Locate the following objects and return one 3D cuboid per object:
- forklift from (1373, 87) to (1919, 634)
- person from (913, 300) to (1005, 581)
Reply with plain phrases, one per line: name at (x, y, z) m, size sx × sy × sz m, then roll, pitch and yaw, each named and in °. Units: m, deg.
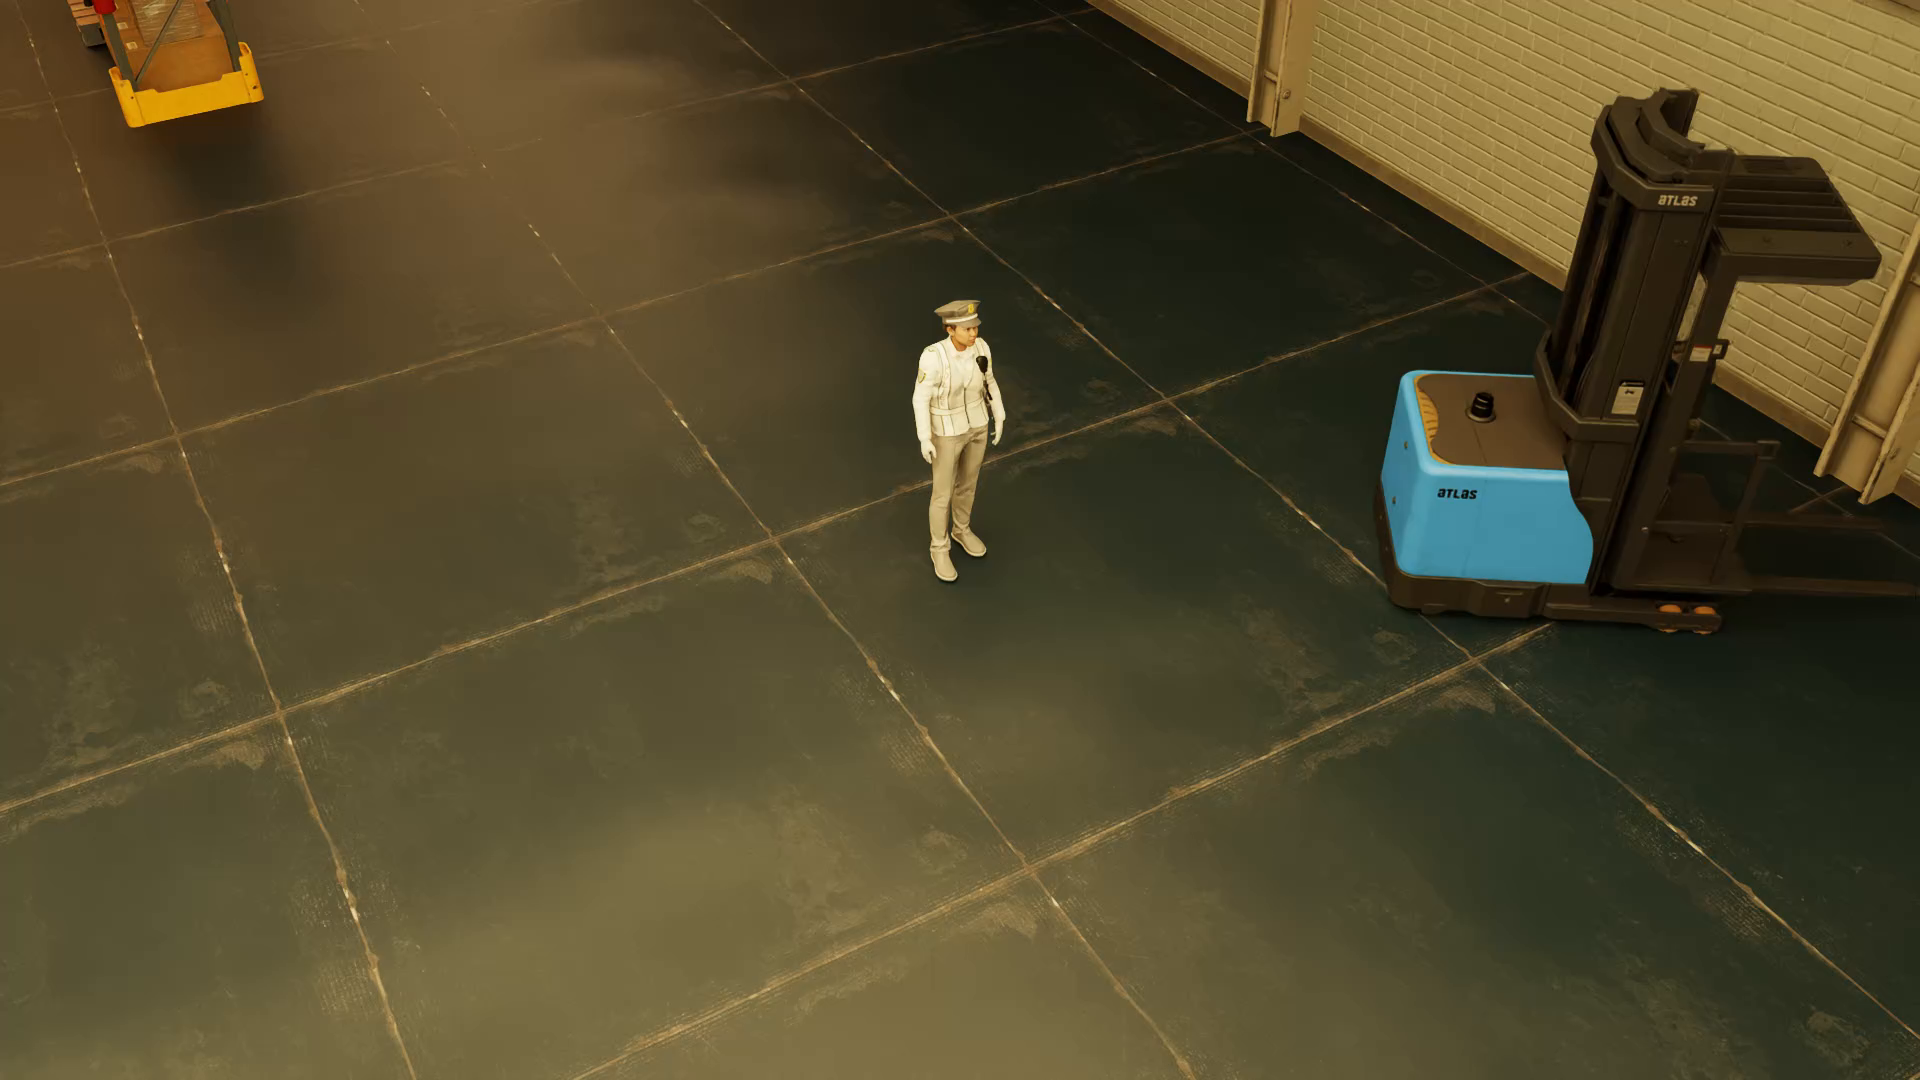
forklift at (4.075, -0.936, 9.164) m, size 3.031 × 2.935 × 1.130 m, roll 3°, pitch 40°, yaw 4°
person at (0.029, -0.618, 9.738) m, size 0.587 × 1.695 × 0.531 m, roll -20°, pitch 44°, yaw -23°
